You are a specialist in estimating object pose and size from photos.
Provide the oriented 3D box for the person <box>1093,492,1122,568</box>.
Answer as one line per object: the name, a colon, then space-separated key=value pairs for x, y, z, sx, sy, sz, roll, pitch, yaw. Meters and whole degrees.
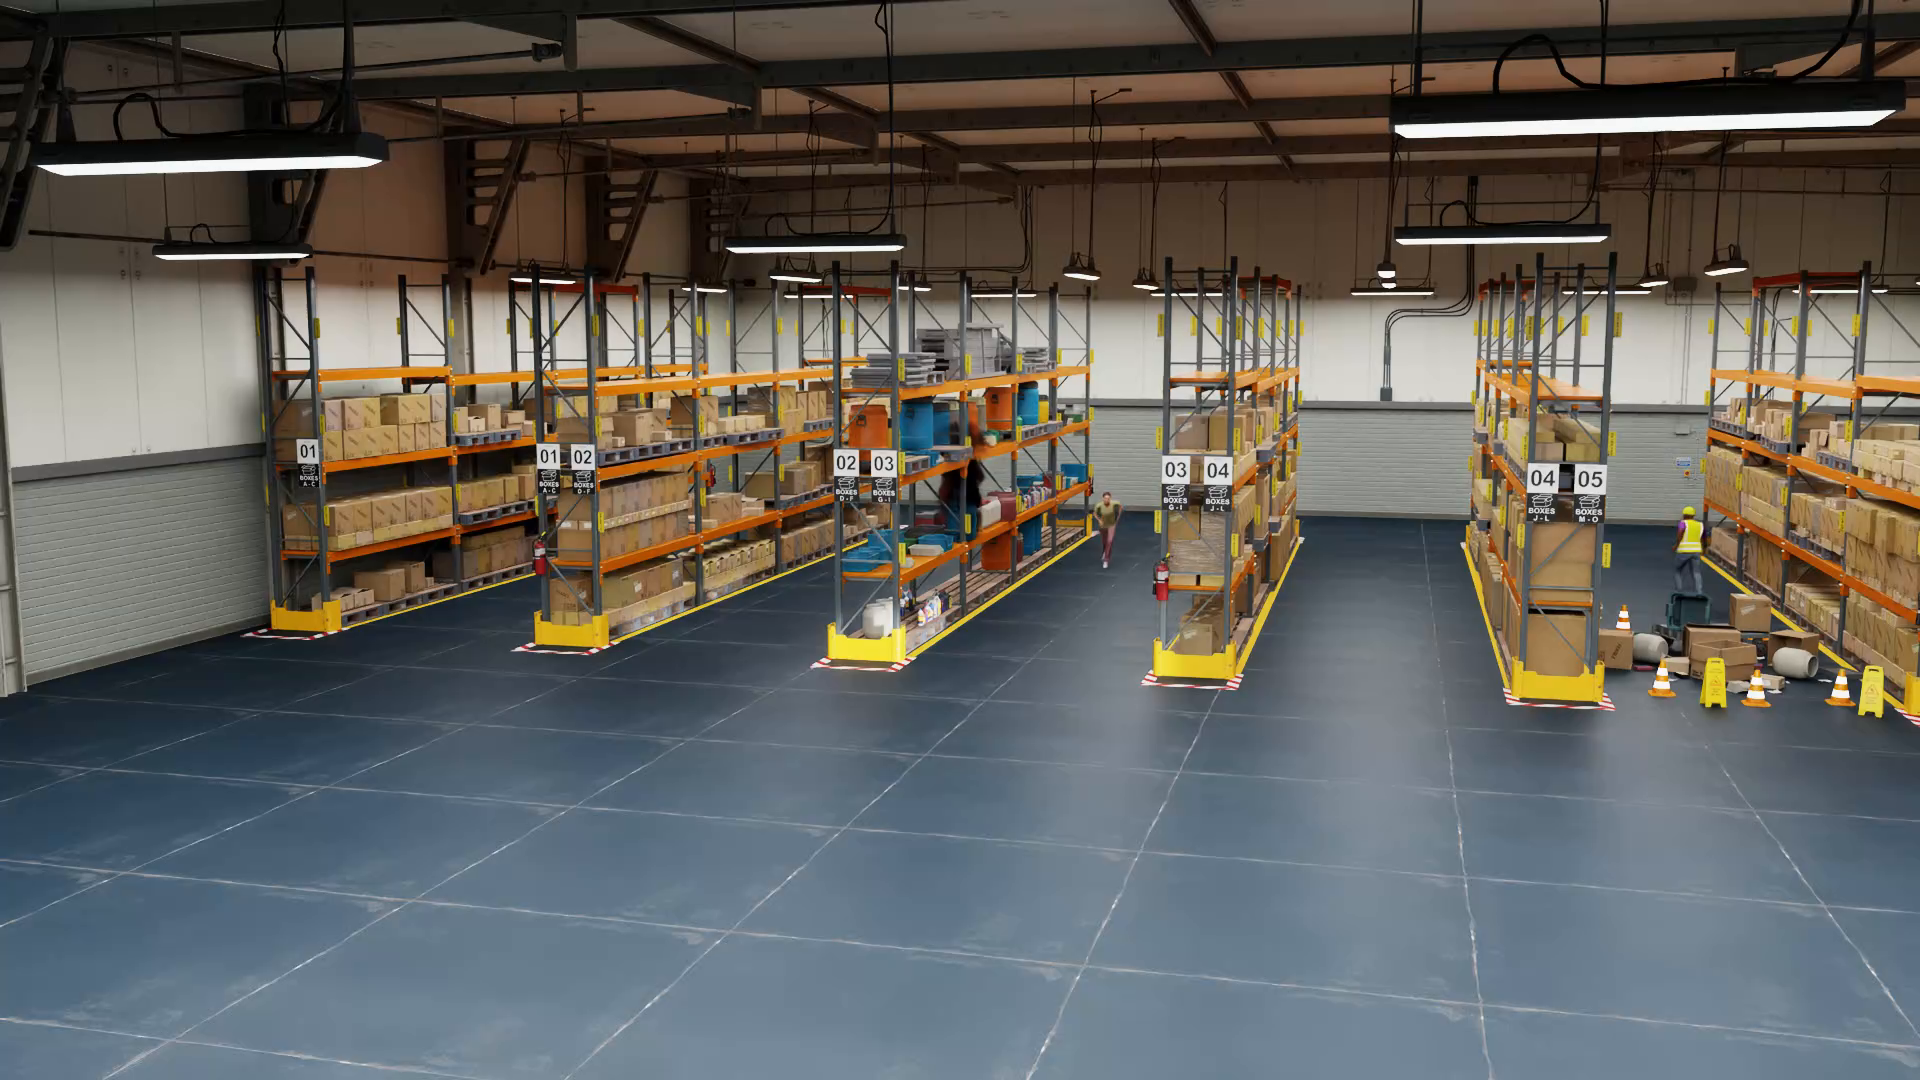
person: x=3.129 y=-0.241 z=35.347 sx=0.613 sy=1.604 sz=1.008 roll=0 pitch=7 yaw=2

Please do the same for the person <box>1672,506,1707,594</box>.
person: x=13.396 y=0.272 z=30.524 sx=0.716 sy=1.754 sz=0.975 roll=0 pitch=7 yaw=-1
